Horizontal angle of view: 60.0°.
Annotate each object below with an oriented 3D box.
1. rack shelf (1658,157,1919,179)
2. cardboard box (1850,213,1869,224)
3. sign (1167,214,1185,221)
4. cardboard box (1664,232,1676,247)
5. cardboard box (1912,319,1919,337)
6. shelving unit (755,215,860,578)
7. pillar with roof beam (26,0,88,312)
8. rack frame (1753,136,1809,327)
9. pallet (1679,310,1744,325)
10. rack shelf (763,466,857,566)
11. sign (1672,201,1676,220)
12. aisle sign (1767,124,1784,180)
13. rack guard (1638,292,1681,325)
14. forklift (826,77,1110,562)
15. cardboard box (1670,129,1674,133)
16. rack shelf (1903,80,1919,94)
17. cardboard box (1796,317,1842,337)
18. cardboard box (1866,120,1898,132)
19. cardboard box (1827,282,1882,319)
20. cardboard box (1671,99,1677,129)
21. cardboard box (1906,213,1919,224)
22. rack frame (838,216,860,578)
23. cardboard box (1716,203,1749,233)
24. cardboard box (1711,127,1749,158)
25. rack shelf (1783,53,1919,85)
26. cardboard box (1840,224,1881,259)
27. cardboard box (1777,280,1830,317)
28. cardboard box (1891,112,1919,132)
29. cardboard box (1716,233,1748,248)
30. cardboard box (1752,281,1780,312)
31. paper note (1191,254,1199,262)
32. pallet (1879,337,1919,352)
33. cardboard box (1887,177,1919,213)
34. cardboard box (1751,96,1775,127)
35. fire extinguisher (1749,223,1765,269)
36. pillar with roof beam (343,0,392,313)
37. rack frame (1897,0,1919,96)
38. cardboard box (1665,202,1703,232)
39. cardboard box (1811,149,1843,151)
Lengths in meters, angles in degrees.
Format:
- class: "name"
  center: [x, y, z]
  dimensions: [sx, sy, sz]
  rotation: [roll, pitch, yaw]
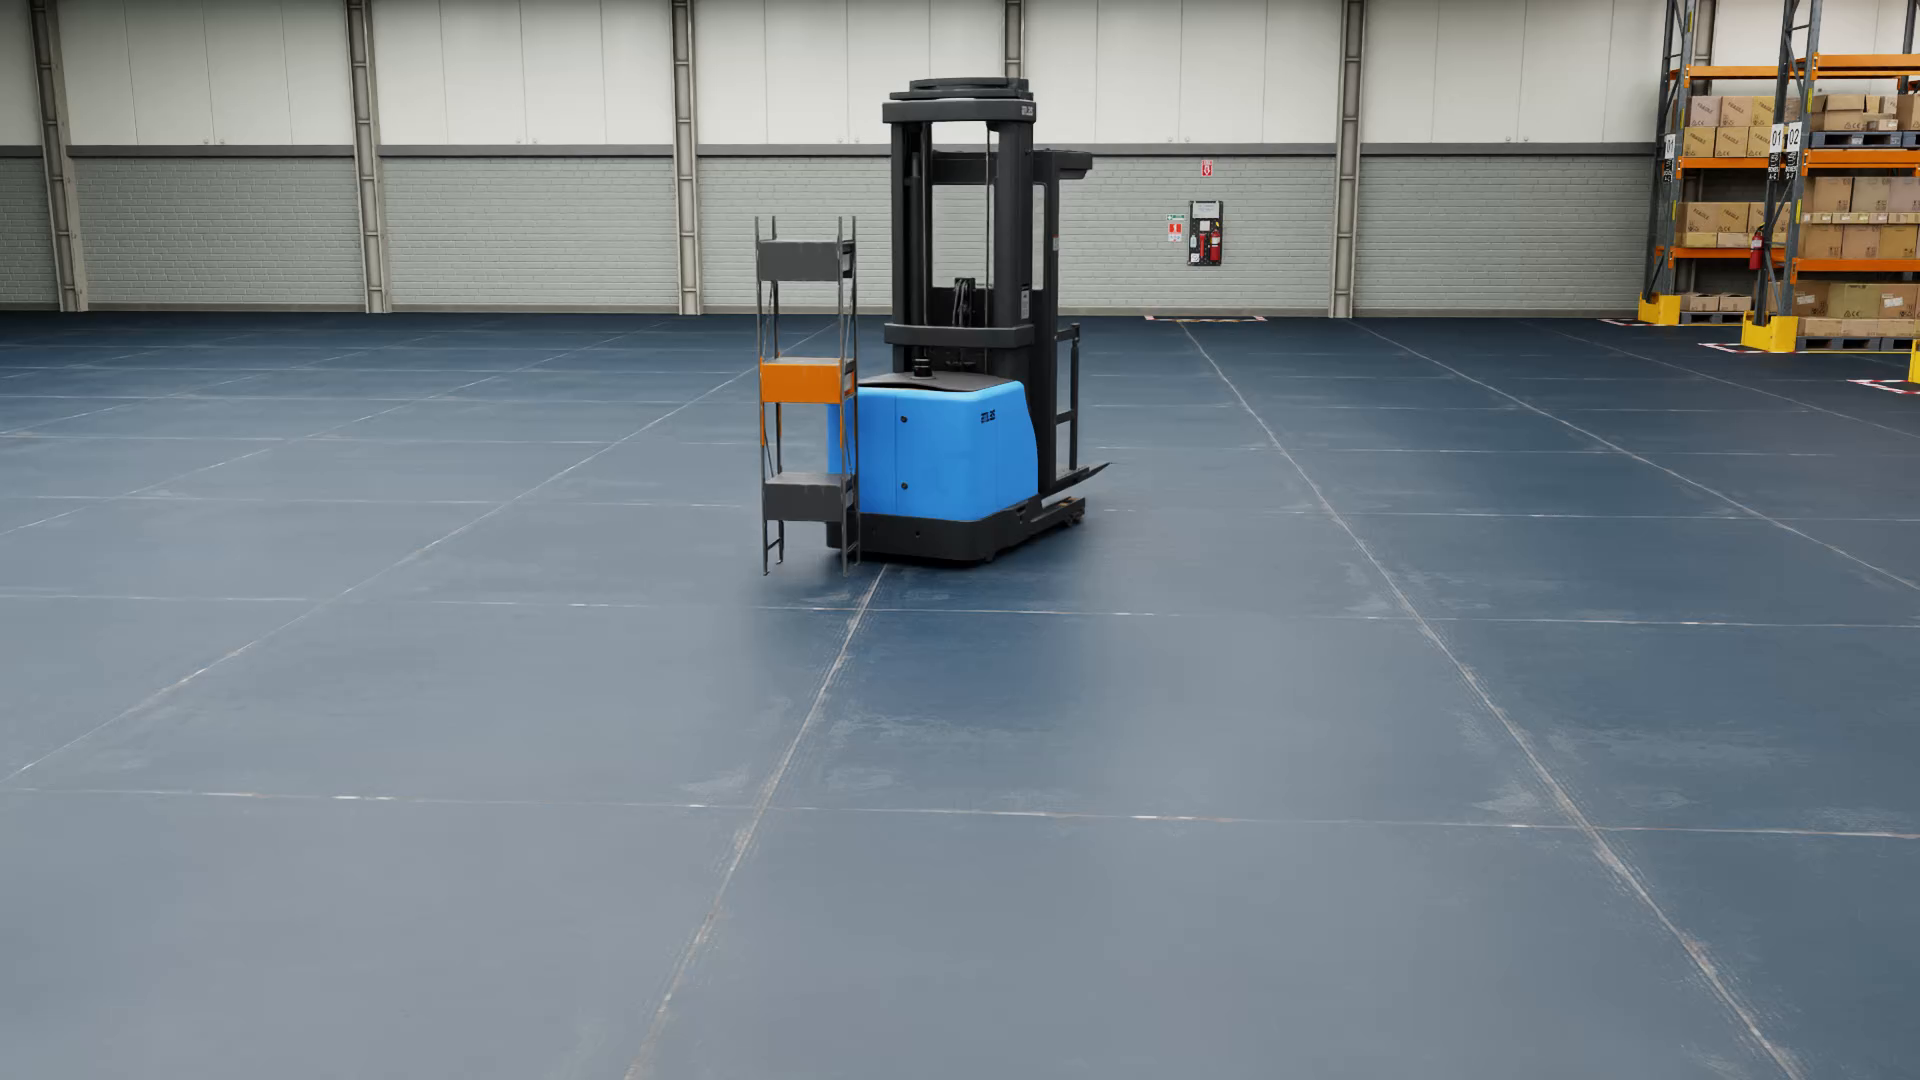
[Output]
- class: "rack shelf"
  center: [14.166, -6.378, 28.513]
  dimensions: [4.000, 0.370, 1.077]
  rotation: [1, 12, 4]
- class: "cardboard box"
  center: [12.733, -4.588, 23.694]
  dimensions: [0.250, 0.149, 0.380]
  rotation: [1, 12, 4]
- class: "sign"
  center: [3.936, -5.884, 30.338]
  dimensions: [0.331, 0.109, 0.001]
  rotation: [1, 12, 4]
- class: "cardboard box"
  center: [12.650, -5.259, 29.050]
  dimensions: [0.500, 0.250, 0.500]
  rotation: [1, 12, 5]
- class: "cardboard box"
  center: [13.860, -3.063, 23.926]
  dimensions: [0.500, 0.250, 0.500]
  rotation: [1, 12, 4]
- class: "shelving unit"
  center: [-0.891, -0.849, 9.849]
  dimensions: [0.503, 2.100, 0.431]
  rotation: [2, 12, 9]
- class: "pillar with roof beam"
  center: [-17.294, -7.924, 26.820]
  dimensions: [0.400, 9.000, 9.100]
  rotation: [1, 12, 4]
- class: "rack frame"
  center: [11.843, -4.277, 24.039]
  dimensions: [0.127, 3.000, 1.000]
  rotation: [1, 12, 4]
- class: "pallet"
  center: [13.055, -3.905, 29.070]
  dimensions: [1.213, 0.211, 1.003]
  rotation: [1, 12, 4]
- class: "rack shelf"
  center: [-0.891, -0.151, 9.995]
  dimensions: [0.480, 0.518, 0.431]
  rotation: [2, 12, 9]
- class: "sign"
  center: [12.134, -5.602, 28.259]
  dimensions: [0.005, 0.325, 0.100]
  rotation: [1, 12, 4]
- class: "aisle sign"
  center: [11.797, -5.611, 24.064]
  dimensions: [0.004, 0.787, 0.394]
  rotation: [1, 12, 4]
- class: "rack guard"
  center: [12.246, -4.065, 29.128]
  dimensions: [0.348, 0.500, 1.175]
  rotation: [1, 12, 4]
- class: "forklift"
  center: [0.224, -1.560, 11.217]
  dimensions: [1.130, 2.935, 3.031]
  rotation: [5, 13, 23]
- class: "cardboard box"
  center: [12.604, -6.862, 28.778]
  dimensions: [0.500, 0.500, 0.500]
  rotation: [2, 12, 8]
- class: "rack shelf"
  center: [18.157, -7.596, 27.985]
  dimensions: [4.000, 0.370, 1.077]
  rotation: [1, 12, 4]
- class: "cardboard box"
  center: [12.363, -3.084, 24.026]
  dimensions: [0.500, 0.250, 0.500]
  rotation: [1, 12, 4]
- class: "cardboard box"
  center: [13.005, -5.844, 23.451]
  dimensions: [0.250, 0.149, 0.380]
  rotation: [1, 12, 4]
- class: "cardboard box"
  center: [12.862, -3.445, 23.918]
  dimensions: [0.500, 0.500, 0.500]
  rotation: [1, 12, 4]
- class: "cardboard box"
  center: [12.618, -7.353, 28.683]
  dimensions: [0.500, 0.500, 0.500]
  rotation: [1, 12, 6]
- class: "cardboard box"
  center: [13.506, -4.577, 23.644]
  dimensions: [0.250, 0.149, 0.380]
  rotation: [1, 12, 3]
- class: "rack frame"
  center: [-0.651, -0.841, 9.811]
  dimensions: [0.015, 2.100, 0.400]
  rotation: [2, 12, 9]
- class: "cardboard box"
  center: [13.119, -5.516, 28.447]
  dimensions: [0.500, 0.500, 0.500]
  rotation: [1, 12, 4]
- class: "cardboard box"
  center: [13.021, -6.746, 28.222]
  dimensions: [0.500, 0.500, 0.500]
  rotation: [2, 12, 8]
- class: "rack shelf"
  center: [13.839, -6.638, 23.409]
  dimensions: [4.000, 0.370, 1.077]
  rotation: [1, 12, 4]
- class: "cardboard box"
  center: [12.832, -4.311, 23.956]
  dimensions: [0.500, 0.500, 0.700]
  rotation: [1, 12, 5]
- class: "cardboard box"
  center: [12.398, -3.557, 24.457]
  dimensions: [0.500, 0.500, 0.500]
  rotation: [1, 12, 4]
- class: "cardboard box"
  center: [13.565, -6.006, 23.830]
  dimensions: [0.500, 0.311, 0.500]
  rotation: [2, 12, 10]
- class: "cardboard box"
  center: [13.155, -5.150, 28.529]
  dimensions: [0.500, 0.250, 0.500]
  rotation: [0, 12, 2]
- class: "cardboard box"
  center: [14.152, -4.225, 28.821]
  dimensions: [0.500, 0.500, 0.700]
  rotation: [0, 12, 0]
- class: "paper note"
  center: [4.305, -5.165, 30.437]
  dimensions: [0.142, 0.148, 0.016]
  rotation: [1, 12, 4]
- class: "pallet"
  center: [13.823, -2.893, 24.233]
  dimensions: [1.213, 0.211, 1.003]
  rotation: [1, 12, 4]
- class: "cardboard box"
  center: [13.389, -4.939, 23.789]
  dimensions: [0.500, 0.500, 0.700]
  rotation: [1, 12, 4]
- class: "cardboard box"
  center: [13.548, -7.229, 28.089]
  dimensions: [0.500, 0.500, 0.500]
  rotation: [1, 12, 5]
- class: "fire extinguisher"
  center: [11.756, -4.336, 24.509]
  dimensions: [0.183, 0.674, 0.296]
  rotation: [1, 12, 4]
- class: "pillar with roof beam"
  center: [-11.307, -7.842, 26.428]
  dimensions: [0.400, 9.000, 9.100]
  rotation: [1, 12, 4]
- class: "rack frame"
  center: [16.162, -8.171, 28.002]
  dimensions: [0.127, 3.000, 1.000]
  rotation: [1, 12, 4]
- class: "cardboard box"
  center: [12.655, -5.630, 28.991]
  dimensions: [0.500, 0.500, 0.500]
  rotation: [1, 12, 3]
- class: "cardboard box"
  center: [14.582, -6.727, 28.133]
  dimensions: [0.500, 0.500, 0.500]
  rotation: [0, 12, 2]
